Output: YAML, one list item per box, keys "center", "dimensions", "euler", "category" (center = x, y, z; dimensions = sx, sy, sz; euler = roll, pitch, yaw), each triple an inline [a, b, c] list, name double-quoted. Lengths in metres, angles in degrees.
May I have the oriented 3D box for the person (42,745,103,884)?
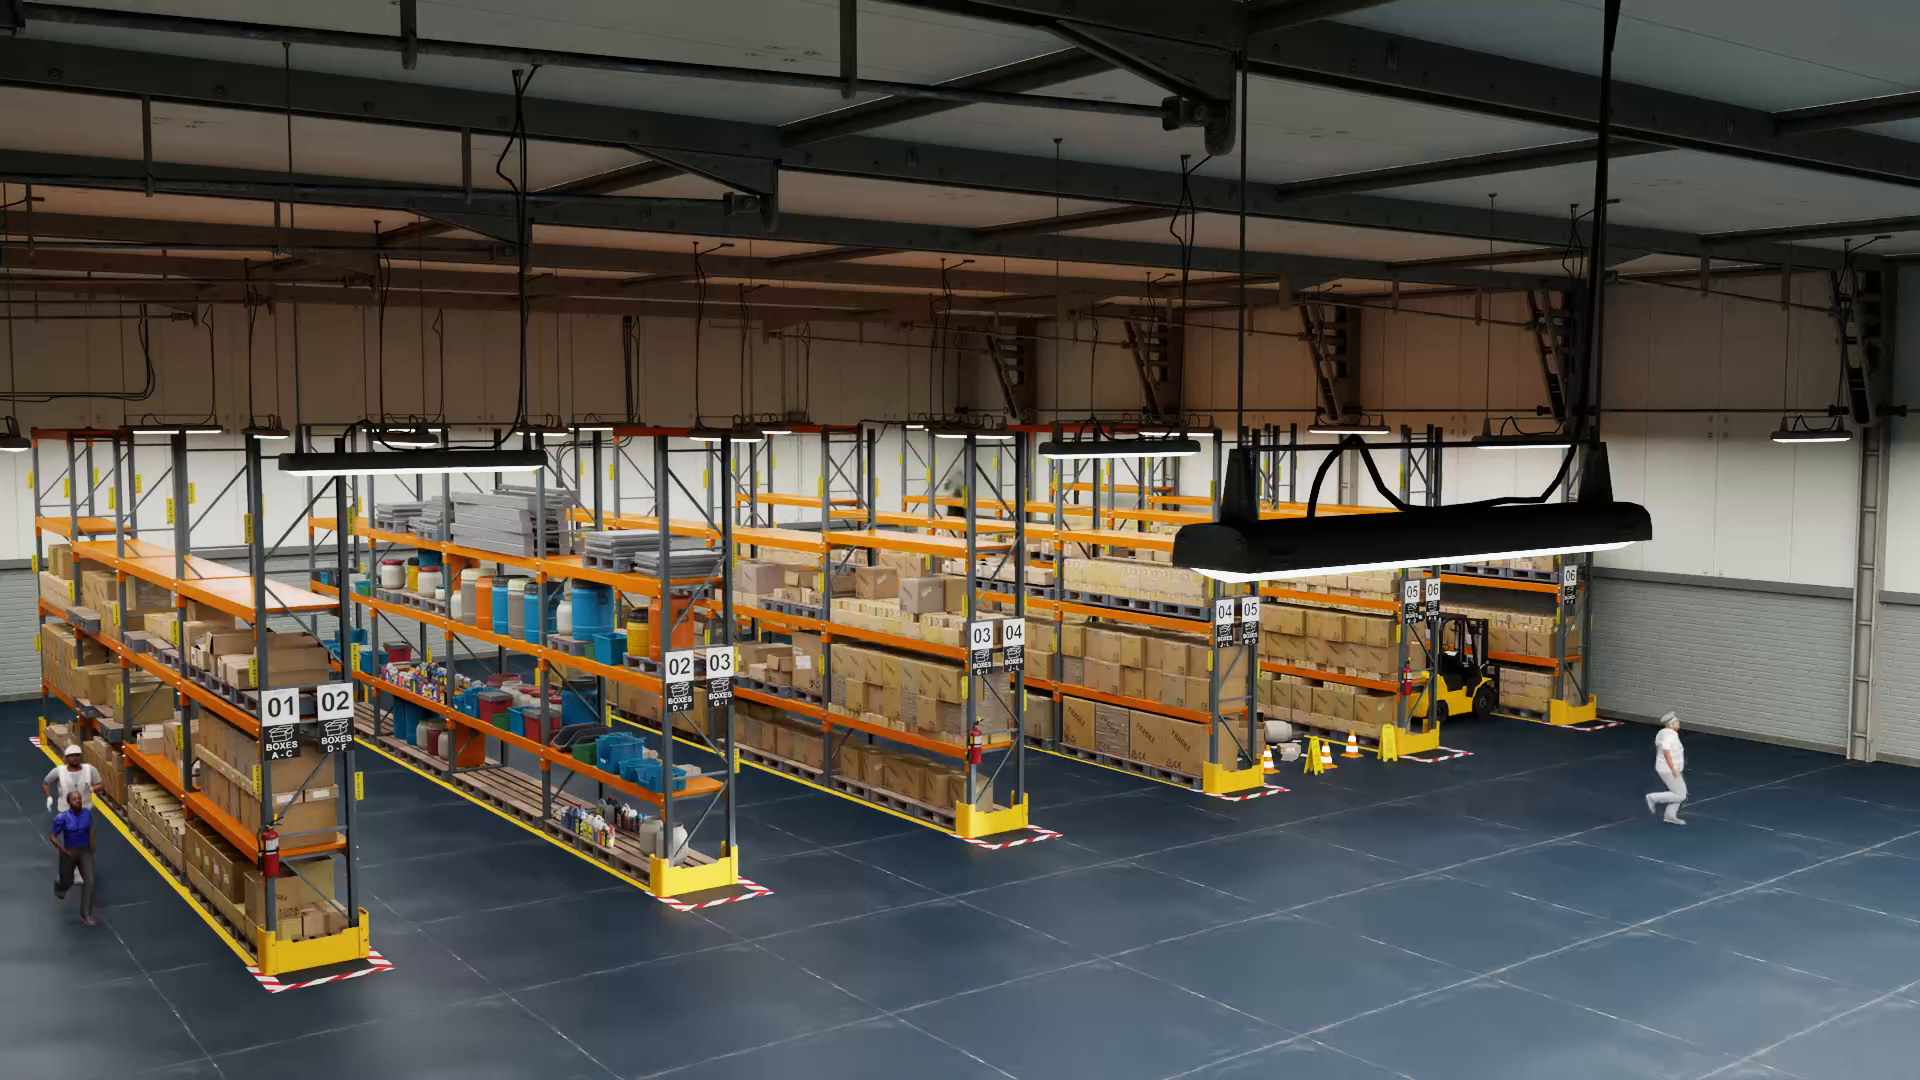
- center: [-11.919, 3.650, 22.418]
  dimensions: [0.676, 1.790, 0.964]
  euler: [-4, 6, -42]
  category: "person"

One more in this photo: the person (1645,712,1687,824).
- center: [10.812, 3.484, 25.390]
  dimensions: [0.587, 1.718, 0.667]
  euler: [1, 5, 11]
  category: "person"

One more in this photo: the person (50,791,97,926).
- center: [-11.000, 3.924, 20.667]
  dimensions: [0.557, 1.643, 0.962]
  euler: [-4, 6, -44]
  category: "person"
